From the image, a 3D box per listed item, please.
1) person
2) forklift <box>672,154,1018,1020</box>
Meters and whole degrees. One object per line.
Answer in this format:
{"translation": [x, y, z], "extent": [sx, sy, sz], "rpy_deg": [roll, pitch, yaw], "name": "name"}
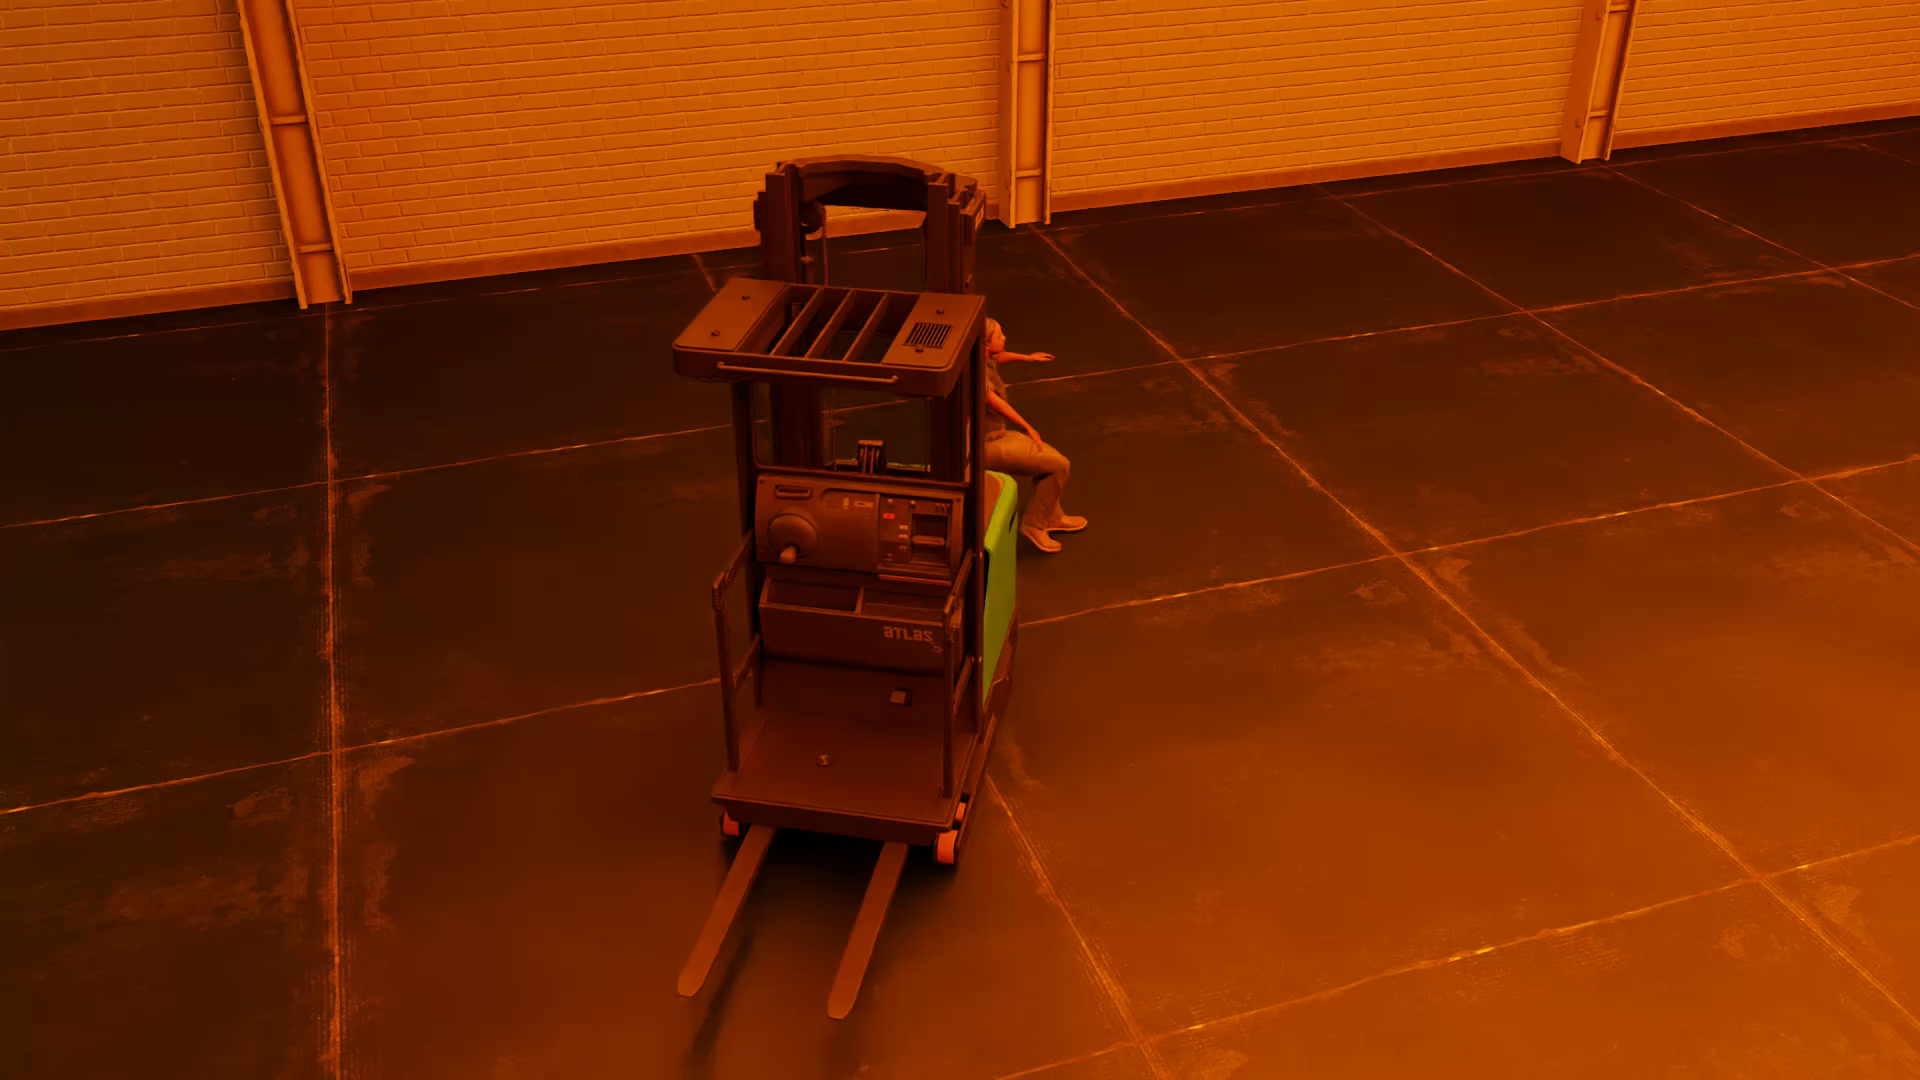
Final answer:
{"translation": [0.396, -0.619, 9.664], "extent": [0.804, 1.420, 0.984], "rpy_deg": [-7, 31, -13], "name": "person"}
{"translation": [-0.484, -0.009, 7.103], "extent": [1.130, 2.935, 3.031], "rpy_deg": [6, 30, 10], "name": "forklift"}
